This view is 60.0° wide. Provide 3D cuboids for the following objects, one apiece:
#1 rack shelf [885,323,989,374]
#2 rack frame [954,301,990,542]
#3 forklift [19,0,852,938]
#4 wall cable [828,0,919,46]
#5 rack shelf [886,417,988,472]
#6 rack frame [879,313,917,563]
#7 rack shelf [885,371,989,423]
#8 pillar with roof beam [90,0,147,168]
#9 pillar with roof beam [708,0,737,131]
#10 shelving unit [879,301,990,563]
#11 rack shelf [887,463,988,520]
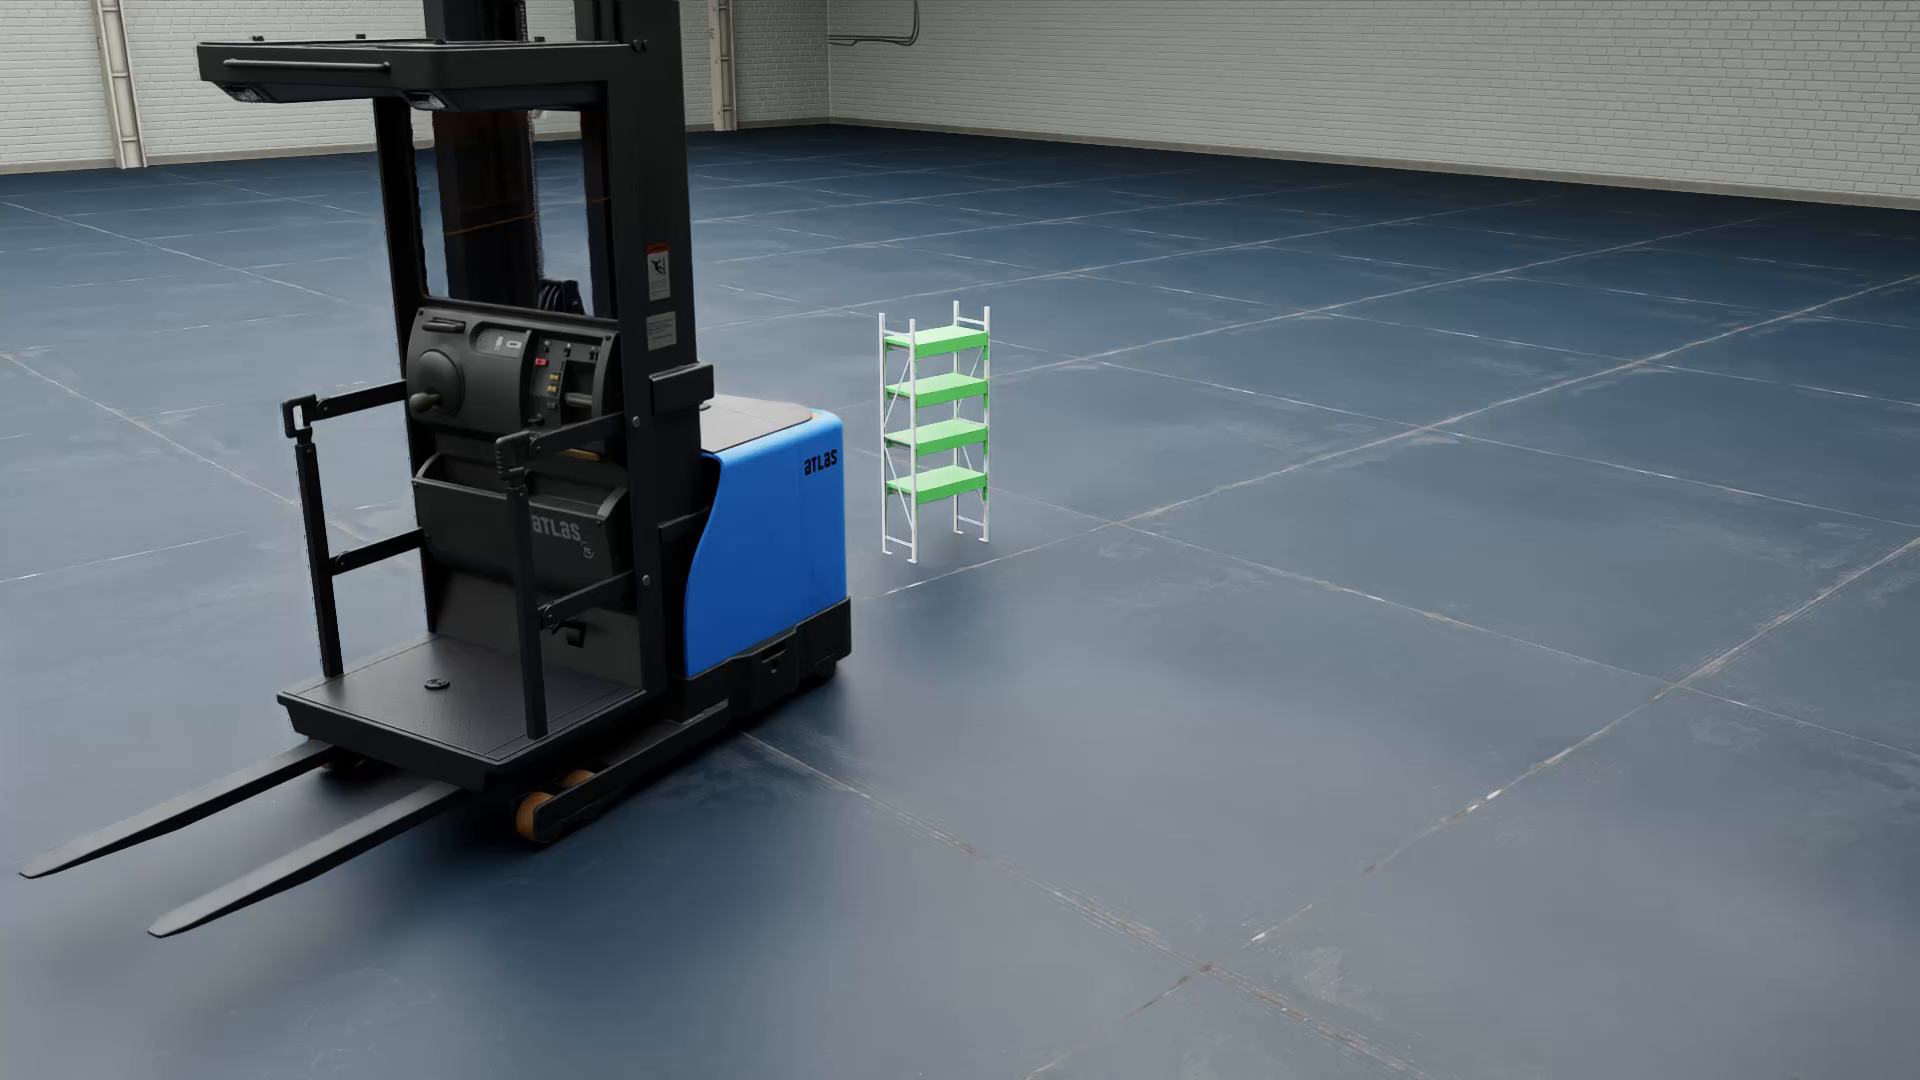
[{"bbox_3d":[-0.120,-0.932,8.063,0.480,0.148,0.258,-16,24,-41],"label":"rack shelf"},{"bbox_3d":[0.057,-0.587,8.351,0.015,1.200,0.240,-16,24,-41],"label":"rack frame"},{"bbox_3d":[-1.644,-0.567,5.480,1.130,2.935,3.031,11,21,30],"label":"forklift"},{"bbox_3d":[-1.942,-11.848,35.471,0.112,2.526,3.097,-16,24,-41],"label":"wall cable"},{"bbox_3d":[-0.120,-0.475,8.211,0.480,0.148,0.258,-16,24,-41],"label":"rack shelf"},{"bbox_3d":[-0.298,-0.484,8.032,0.015,1.200,0.240,-16,24,-41],"label":"rack frame"},{"bbox_3d":[-0.120,-0.703,8.137,0.480,0.148,0.258,-16,24,-41],"label":"rack shelf"},{"bbox_3d":[-10.752,-9.489,23.162,0.400,9.000,9.100,-16,24,-41],"label":"pillar with roof beam"},{"bbox_3d":[-2.033,-12.032,31.005,0.400,9.000,9.100,-16,24,-41],"label":"pillar with roof beam"},{"bbox_3d":[-0.120,-0.536,8.191,0.503,1.200,0.258,-16,24,-41],"label":"shelving unit"},{"bbox_3d":[-0.120,-0.247,8.285,0.480,0.148,0.258,-16,24,-41],"label":"rack shelf"}]
